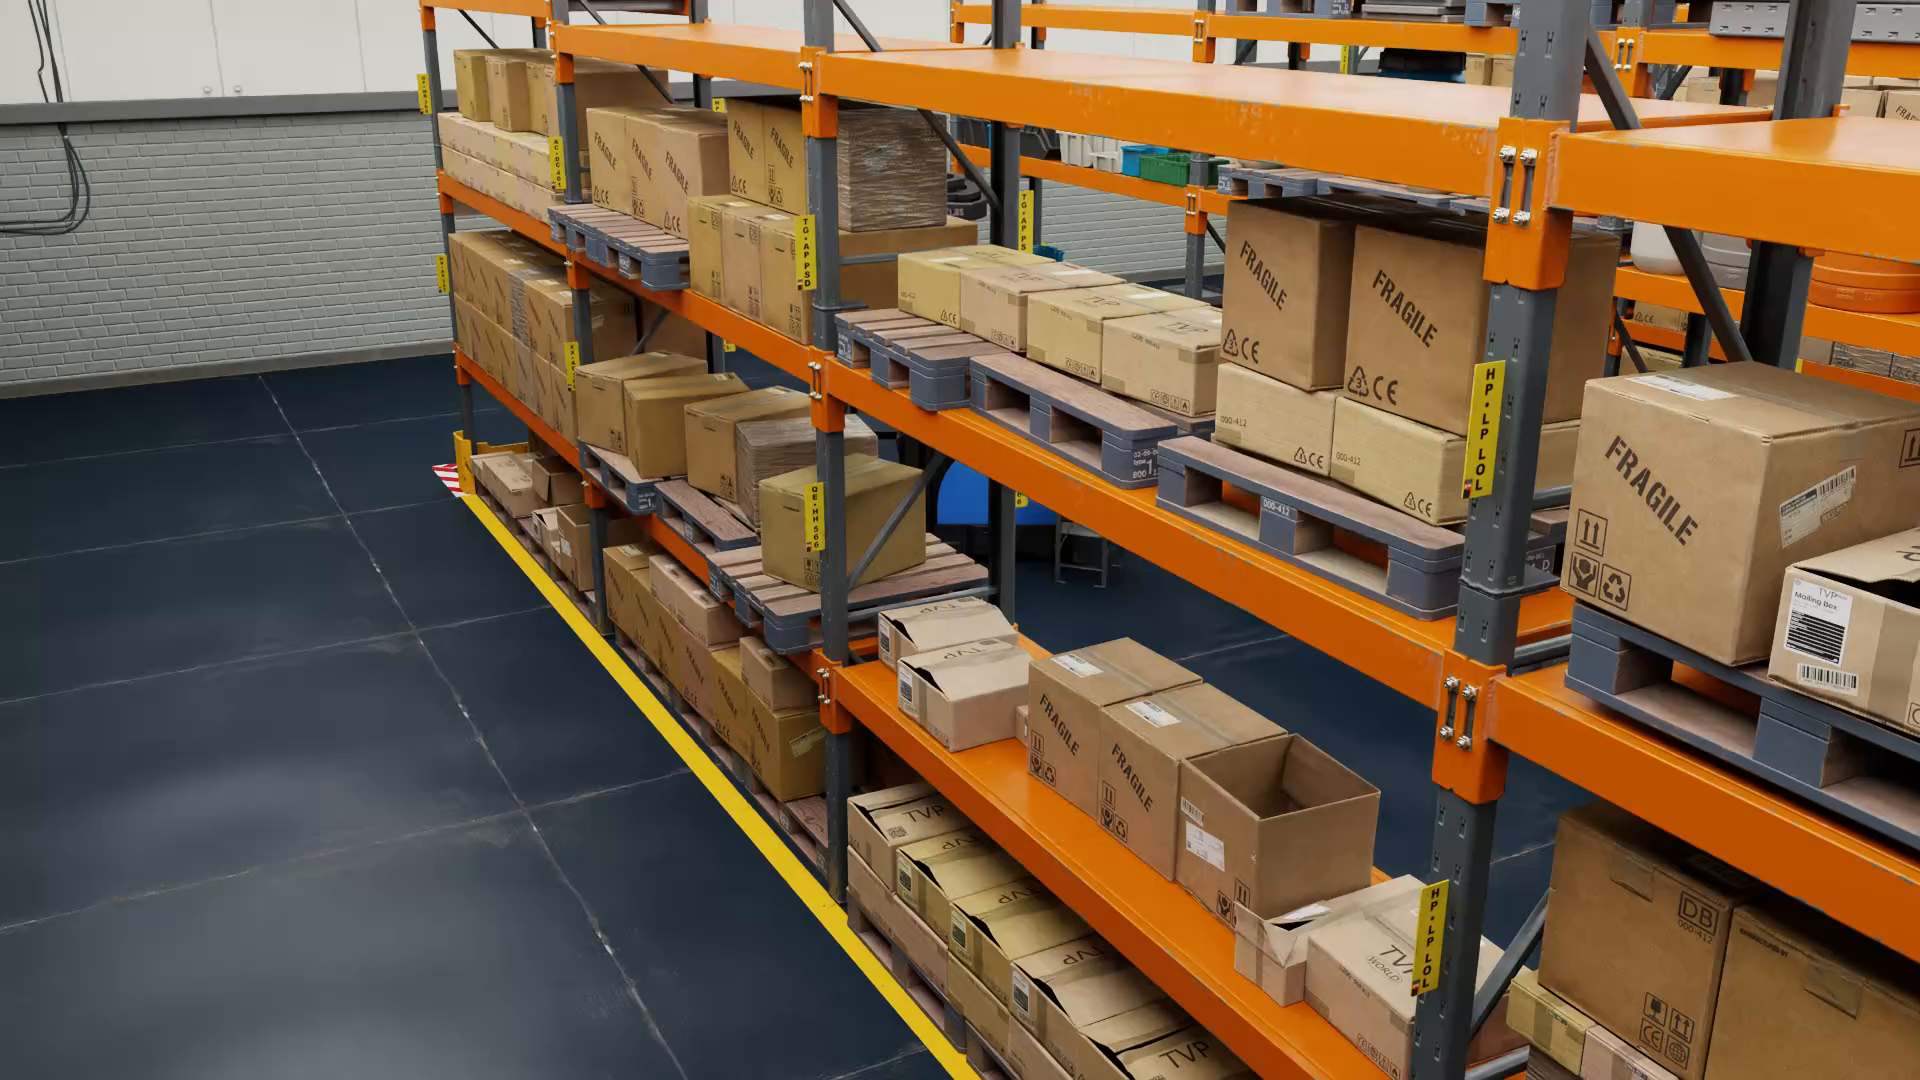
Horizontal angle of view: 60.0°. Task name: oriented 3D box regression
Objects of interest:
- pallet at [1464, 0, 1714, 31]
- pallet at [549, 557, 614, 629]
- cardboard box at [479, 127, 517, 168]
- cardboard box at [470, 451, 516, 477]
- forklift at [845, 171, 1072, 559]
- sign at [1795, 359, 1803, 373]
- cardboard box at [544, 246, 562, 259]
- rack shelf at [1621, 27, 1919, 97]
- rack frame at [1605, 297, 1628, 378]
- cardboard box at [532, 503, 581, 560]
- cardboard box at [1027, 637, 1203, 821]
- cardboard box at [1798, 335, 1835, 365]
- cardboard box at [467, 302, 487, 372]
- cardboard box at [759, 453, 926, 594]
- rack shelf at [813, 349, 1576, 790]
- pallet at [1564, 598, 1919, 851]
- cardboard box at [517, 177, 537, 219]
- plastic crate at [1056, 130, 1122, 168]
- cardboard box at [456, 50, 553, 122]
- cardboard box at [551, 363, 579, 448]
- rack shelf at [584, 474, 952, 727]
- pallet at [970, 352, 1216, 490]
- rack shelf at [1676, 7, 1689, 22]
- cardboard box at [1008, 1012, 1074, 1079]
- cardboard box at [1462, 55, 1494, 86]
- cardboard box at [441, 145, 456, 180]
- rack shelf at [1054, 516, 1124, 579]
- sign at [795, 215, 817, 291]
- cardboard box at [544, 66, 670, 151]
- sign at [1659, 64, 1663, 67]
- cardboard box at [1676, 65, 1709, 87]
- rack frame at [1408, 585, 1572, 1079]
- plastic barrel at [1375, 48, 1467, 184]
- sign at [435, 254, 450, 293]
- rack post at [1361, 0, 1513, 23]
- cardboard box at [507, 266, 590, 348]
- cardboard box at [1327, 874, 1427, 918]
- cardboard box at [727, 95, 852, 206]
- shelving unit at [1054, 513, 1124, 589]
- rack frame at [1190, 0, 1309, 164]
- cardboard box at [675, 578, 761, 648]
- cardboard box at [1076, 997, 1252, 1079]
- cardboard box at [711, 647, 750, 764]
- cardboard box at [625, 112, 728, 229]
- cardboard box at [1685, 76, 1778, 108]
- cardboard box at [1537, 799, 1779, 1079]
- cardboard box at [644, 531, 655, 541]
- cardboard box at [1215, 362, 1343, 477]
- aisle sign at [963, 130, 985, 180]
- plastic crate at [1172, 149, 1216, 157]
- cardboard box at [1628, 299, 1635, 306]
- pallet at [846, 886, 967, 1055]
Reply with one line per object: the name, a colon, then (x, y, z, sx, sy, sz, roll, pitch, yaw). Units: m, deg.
pallet: (3.851, -3.217, 10.062, 1.213, 0.211, 1.003, -10, 21, -27)
pallet: (-2.419, 0.291, 12.464, 1.003, 0.211, 1.213, -10, 21, -27)
cardboard box: (-3.271, -2.942, 12.425, 0.500, 0.250, 0.500, -10, 21, -27)
cardboard box: (-4.097, -0.665, 14.656, 0.380, 0.149, 0.250, -10, 21, -27)
forklift: (-0.623, -1.389, 13.163, 3.031, 2.935, 1.130, 0, 19, 1)
sign: (2.193, -0.319, 4.446, 0.100, 0.325, 0.005, -10, 21, -27)
cardboard box: (-3.049, -2.120, 13.490, 0.500, 0.500, 0.500, -9, 21, -25)
rack shelf: (5.116, -2.180, 7.871, 1.077, 0.370, 4.000, -10, 21, -27)
rack frame: (6.626, -2.363, 15.881, 1.000, 3.000, 0.127, -10, 21, -27)
cardboard box: (-2.970, -0.102, 12.775, 0.500, 0.311, 0.500, -10, 21, -27)
cardboard box: (0.617, 0.750, 6.705, 0.500, 0.500, 0.500, -11, 22, -30)
cardboard box: (7.351, -1.804, 14.108, 0.500, 0.500, 0.500, -10, 21, -26)
cardboard box: (-3.765, -1.710, 13.835, 0.500, 0.500, 0.500, -10, 22, -27)
cardboard box: (-0.593, -0.091, 8.499, 0.500, 0.500, 0.700, 16, 25, 39)
rack shelf: (0.755, -0.185, 6.074, 1.077, 0.370, 4.000, -10, 21, -27)
pallet: (2.133, 0.331, 3.610, 1.003, 0.211, 1.213, -10, 21, -27)
cardboard box: (-2.787, -2.420, 11.679, 0.500, 0.250, 0.500, -10, 21, -27)
plastic crate: (1.148, -3.422, 14.533, 0.437, 0.282, 0.530, -10, 21, -27)
cardboard box: (-3.572, -3.614, 13.223, 0.700, 0.500, 0.500, -10, 21, -27)
cardboard box: (-2.557, -0.981, 11.722, 0.500, 0.500, 0.500, -10, 21, -26)
rack shelf: (-1.144, 0.084, 9.891, 1.077, 0.370, 4.000, -10, 21, -27)
pallet: (0.740, -0.509, 6.198, 1.003, 0.211, 1.213, -9, 21, -24)
rack shelf: (7.576, -4.096, 13.422, 1.077, 0.370, 4.000, -10, 21, -27)
cardboard box: (0.530, 2.055, 6.648, 0.500, 0.250, 0.500, -10, 21, -26)
cardboard box: (5.470, -4.760, 17.280, 0.700, 0.500, 0.500, -12, 22, -30)
cardboard box: (-3.973, -3.138, 13.759, 0.500, 0.250, 0.500, -10, 21, -27)
rack shelf: (1.000, -0.050, 12.744, 0.431, 0.518, 0.480, 7, 20, 19)
sign: (-0.673, -1.260, 7.295, 0.100, 0.325, 0.005, -10, 21, -27)
cardboard box: (-2.359, -2.901, 11.156, 0.700, 0.500, 0.500, -10, 21, -27)
sign: (8.662, -5.998, 20.476, 0.100, 0.325, 0.005, -10, 21, -27)
cardboard box: (9.124, -5.665, 20.315, 0.500, 0.250, 0.500, -10, 21, -26)
rack frame: (1.705, 1.467, 4.782, 1.000, 3.000, 0.127, -10, 21, -27)
plastic barrel: (3.212, -2.983, 11.667, 0.600, 0.901, 0.708, -10, 21, -27)
sign: (-4.471, -2.303, 14.381, 0.100, 0.325, 0.005, -10, 21, -27)
rack post: (3.340, -3.634, 11.134, 0.937, 0.300, 0.954, -8, 20, -21)
cardboard box: (-3.047, -1.746, 12.407, 0.500, 0.500, 0.500, -10, 21, -26)
cardboard box: (1.464, 1.299, 5.652, 0.380, 0.149, 0.250, -10, 21, -27)
cardboard box: (-0.881, -2.038, 8.656, 0.500, 0.500, 0.500, -10, 21, -27)
shelving unit: (1.000, -0.724, 12.509, 0.431, 2.100, 0.503, 7, 20, 19)
rack frame: (2.267, -4.432, 12.680, 1.000, 3.000, 0.127, -10, 21, -27)
cardboard box: (-1.365, 0.397, 9.891, 0.500, 0.250, 0.500, -10, 22, -28)
cardboard box: (0.773, 1.939, 6.125, 0.500, 0.311, 0.500, -10, 21, -27)
cardboard box: (-1.091, 0.911, 9.549, 0.500, 0.500, 0.500, -11, 22, -29)
cardboard box: (-1.582, -2.196, 9.849, 0.600, 0.600, 0.600, -10, 22, -27)
cardboard box: (6.910, -3.862, 14.829, 0.700, 0.500, 0.500, -9, 21, -25)
cardboard box: (1.921, 0.933, 4.188, 0.700, 0.500, 0.500, -10, 21, -26)
cardboard box: (-2.103, 0.079, 12.251, 0.500, 0.311, 0.500, -10, 21, -27)
cardboard box: (1.157, -0.414, 5.222, 0.500, 0.250, 0.500, -12, 23, -32)
aisle sign: (0.072, -3.948, 16.488, 0.394, 0.787, 0.004, -10, 21, -27)
plastic crate: (1.918, -3.351, 14.347, 0.497, 0.269, 0.590, -10, 21, -27)
cardboard box: (6.778, -2.381, 16.318, 0.380, 0.149, 0.250, -10, 21, -27)
pallet: (0.162, 1.879, 7.862, 1.003, 0.211, 1.213, -10, 21, -27)
